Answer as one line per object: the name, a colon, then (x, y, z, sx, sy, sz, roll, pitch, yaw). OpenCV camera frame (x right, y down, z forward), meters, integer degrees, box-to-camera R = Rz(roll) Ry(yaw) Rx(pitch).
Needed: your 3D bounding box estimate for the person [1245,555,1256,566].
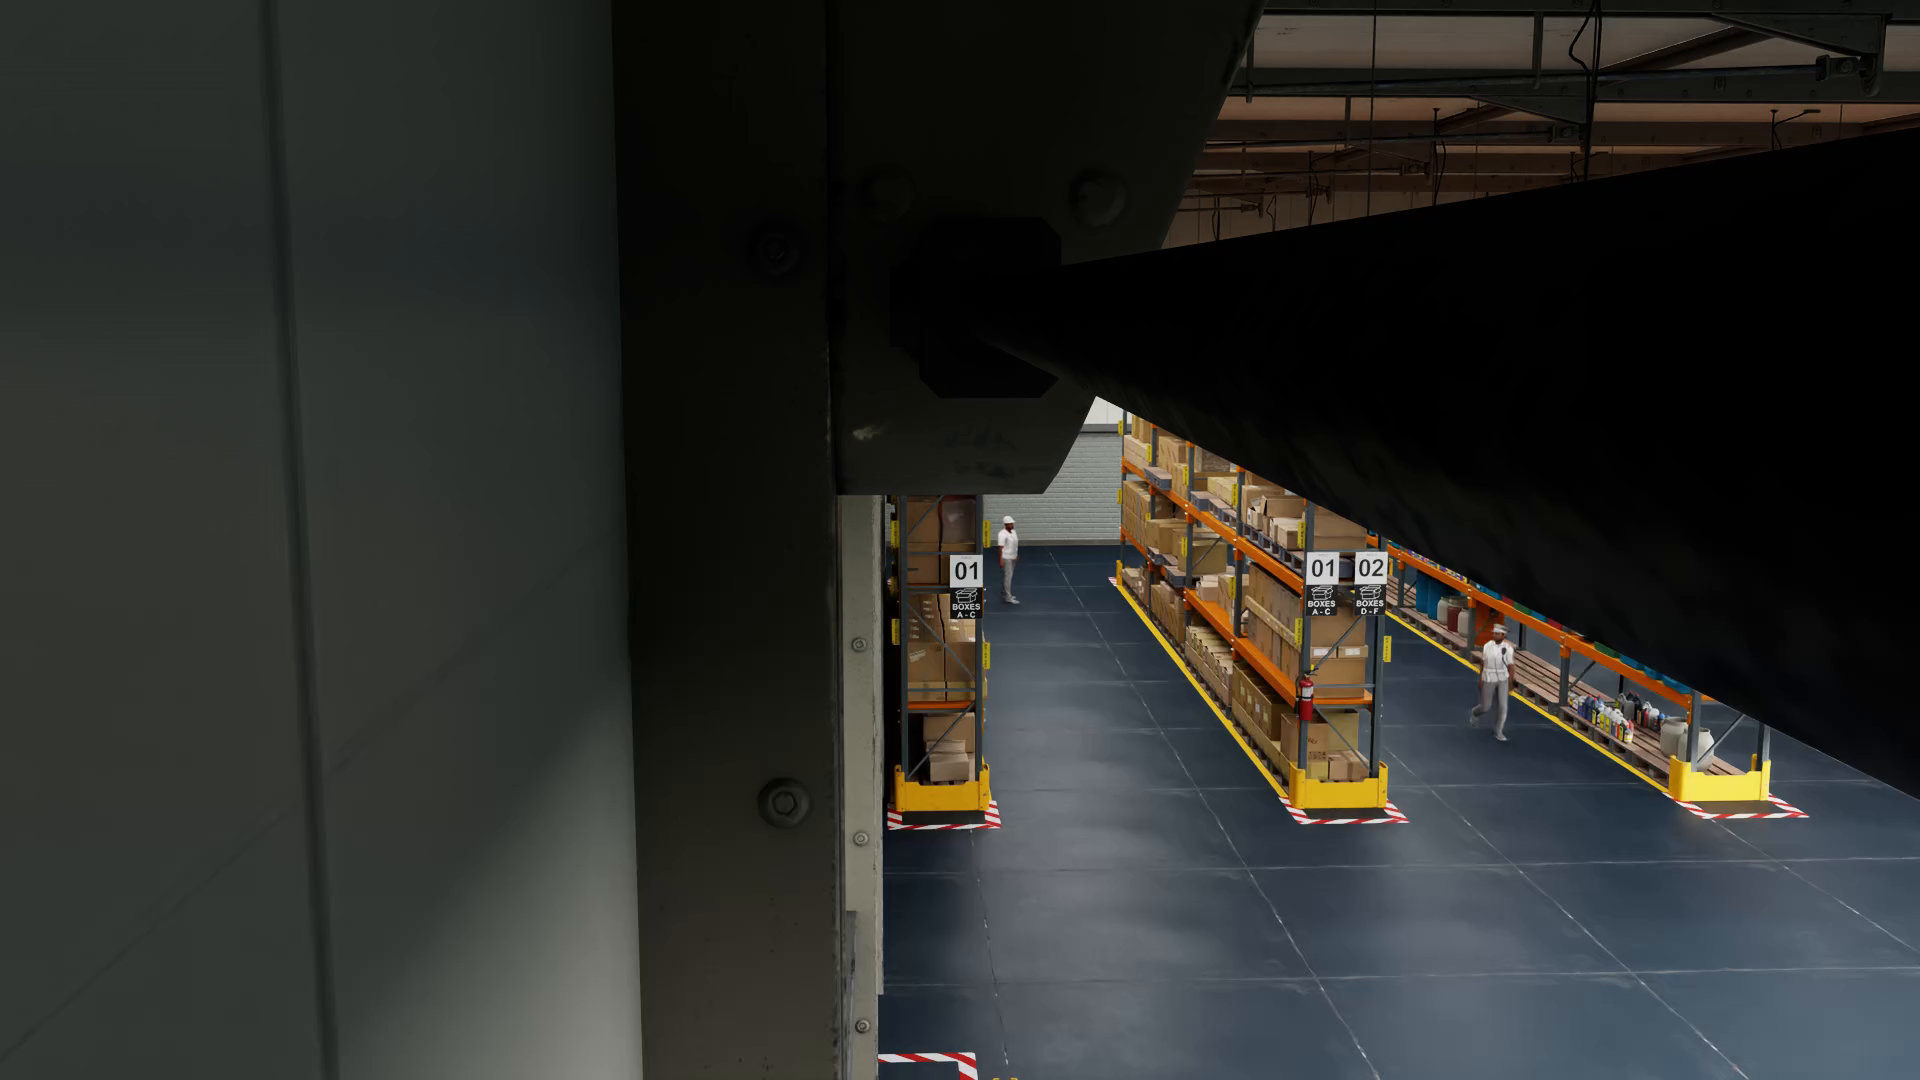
person: (6.884, -0.203, 38.973, 0.430, 1.599, 0.362, -2, 9, -15)

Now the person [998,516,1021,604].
person: (1.069, 0.391, 34.441, 0.541, 1.786, 0.618, 5, 10, 29)

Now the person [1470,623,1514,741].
person: (7.652, 1.996, 23.828, 0.469, 1.662, 0.665, -1, 8, -5)
